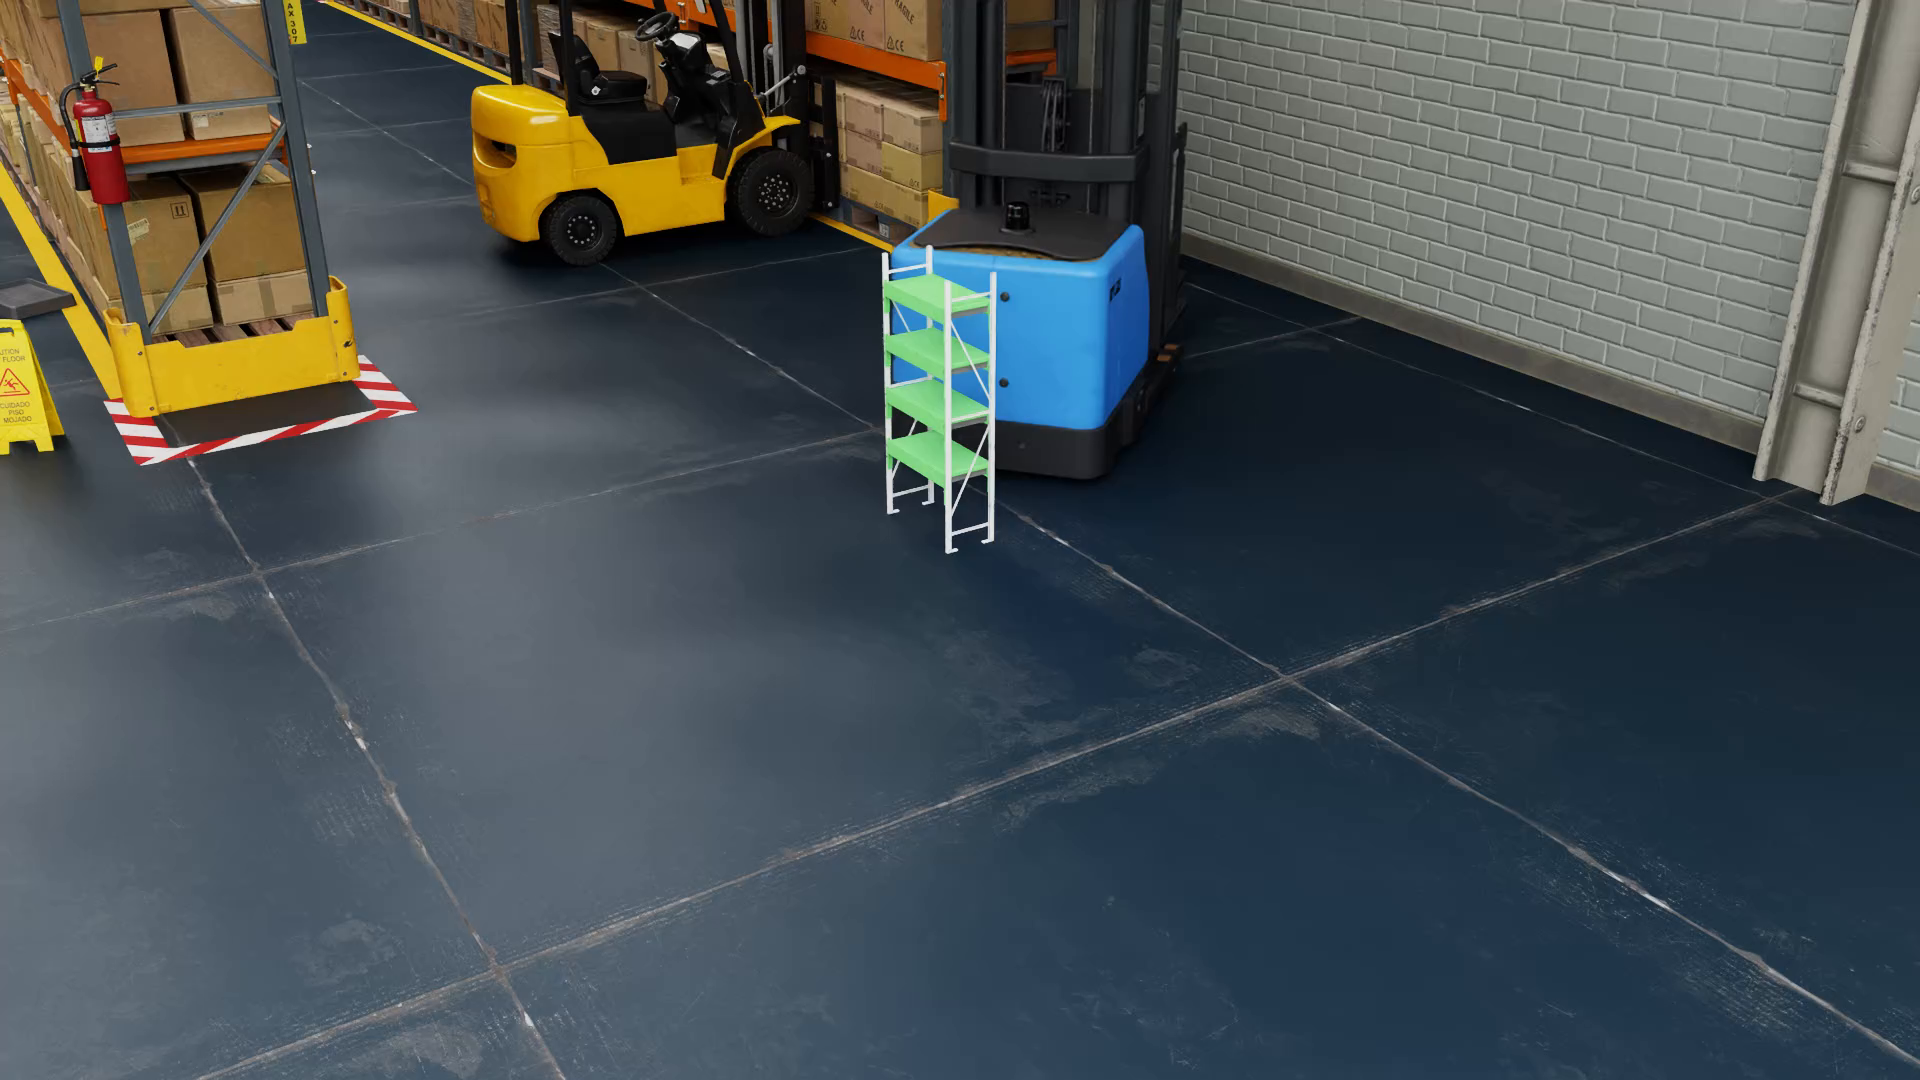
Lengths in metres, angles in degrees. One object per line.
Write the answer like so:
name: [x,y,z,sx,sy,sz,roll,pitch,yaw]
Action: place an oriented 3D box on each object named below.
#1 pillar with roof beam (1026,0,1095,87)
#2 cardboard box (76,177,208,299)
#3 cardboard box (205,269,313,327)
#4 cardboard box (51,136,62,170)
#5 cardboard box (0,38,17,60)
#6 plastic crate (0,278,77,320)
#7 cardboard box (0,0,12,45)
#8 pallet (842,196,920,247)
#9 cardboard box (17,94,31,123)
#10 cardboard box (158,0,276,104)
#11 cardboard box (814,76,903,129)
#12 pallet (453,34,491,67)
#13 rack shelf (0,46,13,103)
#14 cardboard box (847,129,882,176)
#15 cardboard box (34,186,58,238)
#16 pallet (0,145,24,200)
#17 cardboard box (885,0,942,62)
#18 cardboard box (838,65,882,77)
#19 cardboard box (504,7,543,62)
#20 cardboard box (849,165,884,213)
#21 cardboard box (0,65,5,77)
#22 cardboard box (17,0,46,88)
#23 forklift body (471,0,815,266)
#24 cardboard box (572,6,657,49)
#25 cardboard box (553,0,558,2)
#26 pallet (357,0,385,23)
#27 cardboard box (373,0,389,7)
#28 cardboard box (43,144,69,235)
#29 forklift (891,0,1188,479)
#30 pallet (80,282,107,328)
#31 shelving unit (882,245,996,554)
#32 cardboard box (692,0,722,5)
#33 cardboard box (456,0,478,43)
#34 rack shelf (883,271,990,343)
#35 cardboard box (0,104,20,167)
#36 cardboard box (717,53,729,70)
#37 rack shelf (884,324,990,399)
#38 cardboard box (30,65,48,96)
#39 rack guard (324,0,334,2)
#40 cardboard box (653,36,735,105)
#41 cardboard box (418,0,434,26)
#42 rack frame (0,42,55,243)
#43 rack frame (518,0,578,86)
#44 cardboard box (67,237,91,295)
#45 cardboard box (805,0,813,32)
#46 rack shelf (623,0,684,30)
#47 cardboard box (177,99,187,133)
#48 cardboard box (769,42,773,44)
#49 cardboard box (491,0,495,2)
pillar with roof beam: [-2.896,-5.474,8.305,9.100,9.000,0.400,-16,29,-30]
cardboard box: [-4.477,-1.659,9.100,0.500,0.500,0.500,-15,29,-29]
cardboard box: [-4.030,-1.447,9.530,0.500,0.250,0.500,-16,30,-30]
cardboard box: [-5.011,-2.253,9.599,0.380,0.149,0.250,-14,29,-27]
cardboard box: [-6.102,-3.277,10.972,0.380,0.149,0.250,-16,29,-30]
plastic crate: [-5.835,-1.505,10.345,0.583,0.080,0.402,18,31,33]
cardboard box: [-5.705,-3.361,10.391,0.500,0.500,0.500,-16,29,-30]
pallet: [-0.117,-2.308,11.892,1.003,0.211,1.213,-16,29,-30]
cardboard box: [-5.891,-2.824,10.810,0.380,0.149,0.250,-15,29,-29]
cardboard box: [-3.848,-2.561,8.696,0.500,0.500,0.500,-16,30,-30]
cardboard box: [-0.745,-3.155,11.978,0.500,0.250,0.500,-15,29,-29]
pallet: [-5.070,-5.618,18.903,1.003,0.211,1.213,-16,29,-30]
rack shelf: [-7.097,-3.968,12.984,1.077,0.370,4.000,-16,29,-30]
cardboard box: [-0.457,-2.761,11.728,0.500,0.250,0.500,-16,30,-30]
cardboard box: [-5.909,-2.251,11.233,0.500,0.250,0.500,-17,30,-32]
pallet: [-7.101,-3.032,13.425,1.003,0.211,1.213,-16,29,-30]
cardboard box: [-0.153,-3.465,10.960,0.500,0.500,0.500,-16,30,-31]
cardboard box: [-0.582,-3.464,12.632,0.500,0.250,0.500,-16,30,-31]
cardboard box: [-4.443,-5.327,17.458,0.500,0.500,0.500,-15,29,-28]
cardboard box: [-0.449,-2.526,11.817,0.500,0.250,0.500,-16,29,-30]
cardboard box: [-8.496,-4.504,15.275,0.875,0.875,0.875,-16,30,-30]
cardboard box: [-4.888,-2.817,9.238,0.500,0.500,0.500,-16,29,-30]
forklift body: [-2.228,-3.175,11.455,2.313,2.155,1.214,-16,29,-30]
cardboard box: [-3.339,-4.825,16.246,0.875,0.625,0.625,-14,29,-28]
cardboard box: [-4.178,-5.880,17.868,0.380,0.149,0.250,-15,29,-28]
pallet: [-7.260,-7.019,21.872,1.003,0.211,1.213,-16,29,-30]
cardboard box: [-7.144,-7.161,21.341,0.700,0.500,0.500,-17,30,-31]
cardboard box: [-5.325,-2.215,10.279,0.500,0.500,0.500,-14,29,-27]
forklift: [0.607,-2.212,8.503,1.130,2.935,3.031,8,26,16]
pallet: [-4.939,-1.648,10.494,1.003,0.211,1.213,-16,29,-30]
shelving unit: [-0.090,-0.602,7.119,0.258,1.200,0.503,-16,29,-30]
cardboard box: [-1.825,-4.562,13.282,0.500,0.500,0.500,-16,30,-31]
cardboard box: [-5.294,-5.877,18.622,0.500,0.500,0.500,-17,30,-31]
rack shelf: [-0.090,-0.978,6.942,0.258,0.148,0.480,-16,29,-30]
cardboard box: [-7.070,-3.271,13.252,0.950,0.372,0.625,-14,29,-28]
cardboard box: [-1.576,-3.703,13.139,0.500,0.250,0.500,-15,29,-29]
rack shelf: [-0.090,-0.761,7.044,0.258,0.148,0.480,-16,29,-30]
cardboard box: [-5.250,-2.734,9.821,0.380,0.149,0.250,-16,29,-30]
rack guard: [-8.357,-7.871,23.337,1.175,0.500,0.348,-16,29,-30]
cardboard box: [-2.142,-4.036,14.576,0.875,0.625,0.625,-14,29,-27]
cardboard box: [-6.140,-6.432,19.796,0.500,0.500,0.500,-14,29,-27]
rack frame: [-6.005,-3.578,11.316,1.000,3.000,0.127,-16,29,-30]
rack frame: [-4.032,-6.167,16.799,1.000,3.000,0.127,-16,29,-30]
cardboard box: [-5.054,-1.693,10.052,0.500,0.250,0.500,-17,30,-31]
cardboard box: [-0.992,-4.014,12.121,0.500,0.500,0.500,-15,29,-29]
rack shelf: [-2.940,-5.126,15.438,1.077,0.370,4.000,-16,29,-30]
cardboard box: [-3.983,-2.290,8.882,0.380,0.149,0.250,-15,29,-29]
cardboard box: [-1.417,-4.004,13.775,0.500,0.250,0.500,-15,29,-29]
cardboard box: [-4.795,-5.832,17.767,0.380,0.149,0.250,-17,30,-31]
